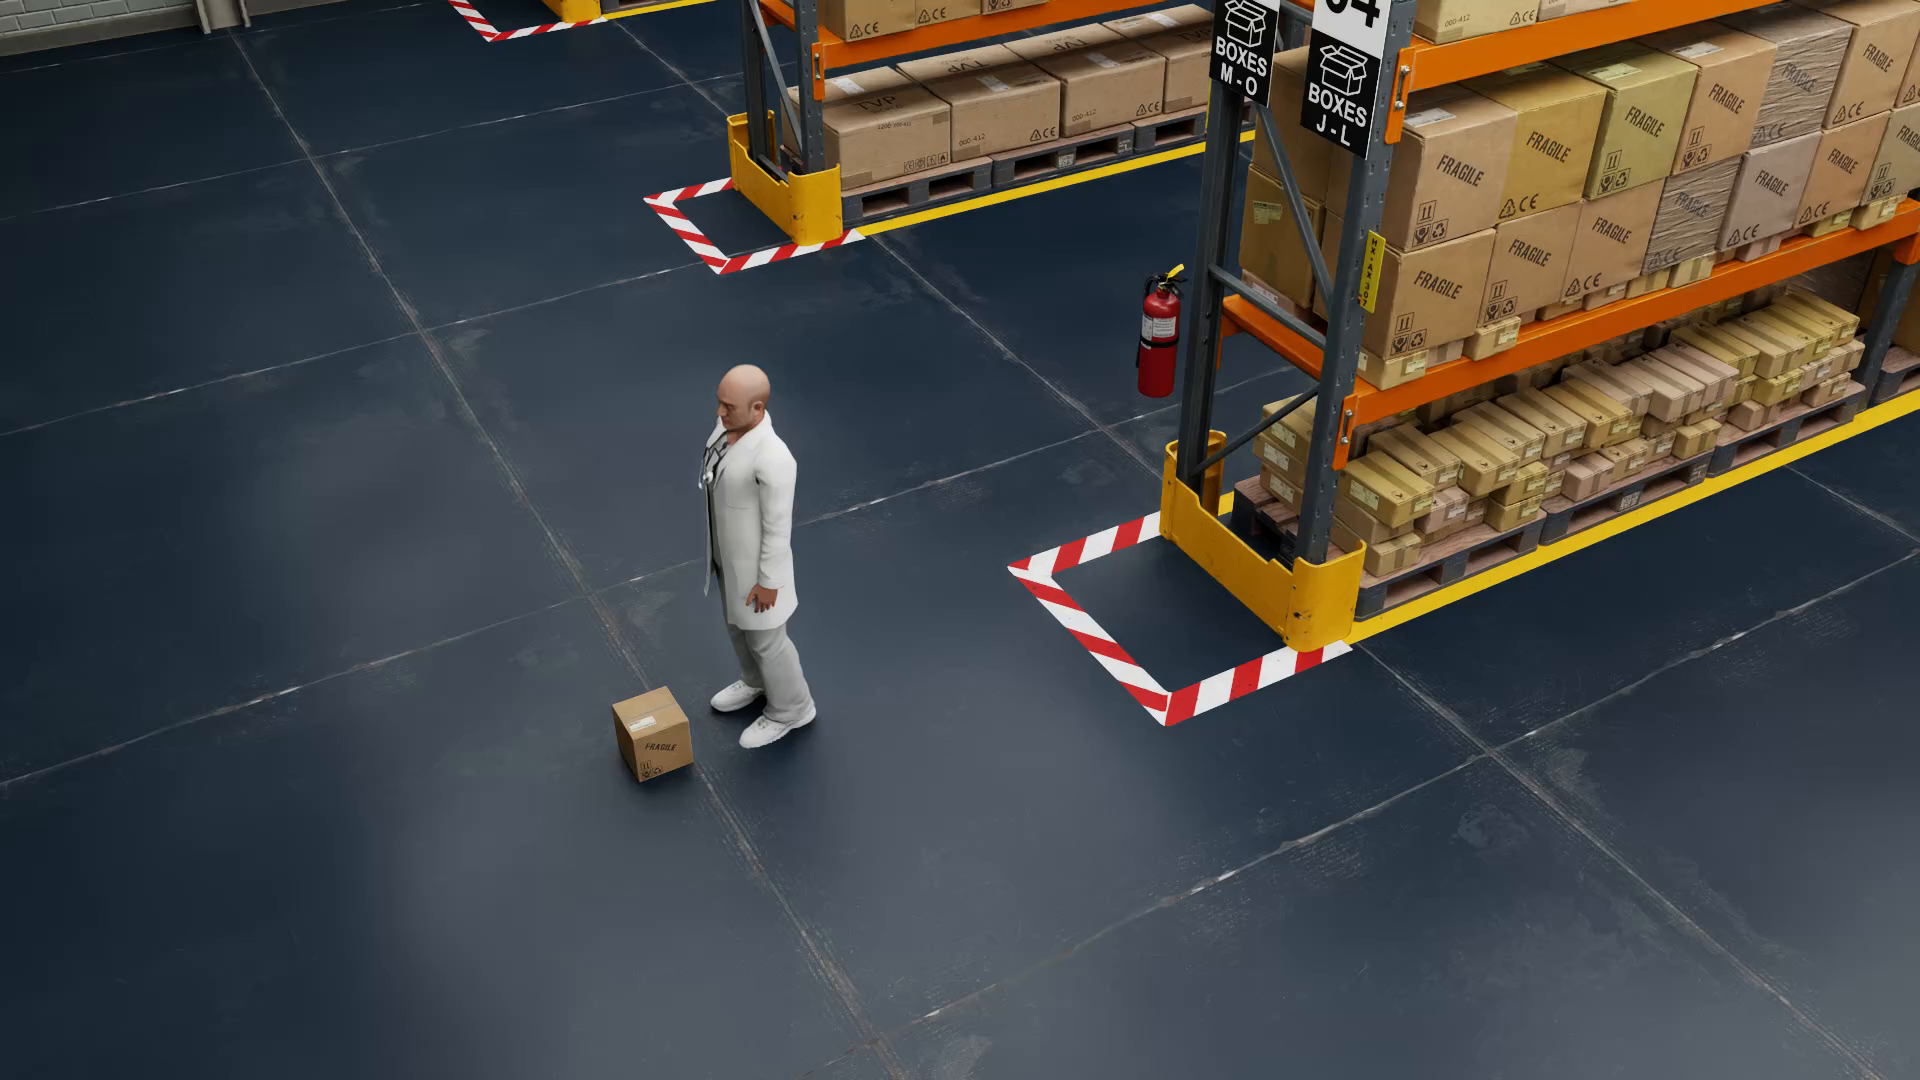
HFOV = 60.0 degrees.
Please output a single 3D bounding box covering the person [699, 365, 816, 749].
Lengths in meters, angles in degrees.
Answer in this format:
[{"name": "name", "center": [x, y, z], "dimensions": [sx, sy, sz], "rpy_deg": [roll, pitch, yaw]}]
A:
[{"name": "person", "center": [-0.859, 0.075, 6.857], "dimensions": [0.397, 1.793, 0.561], "rpy_deg": [-18, 40, -23]}]
